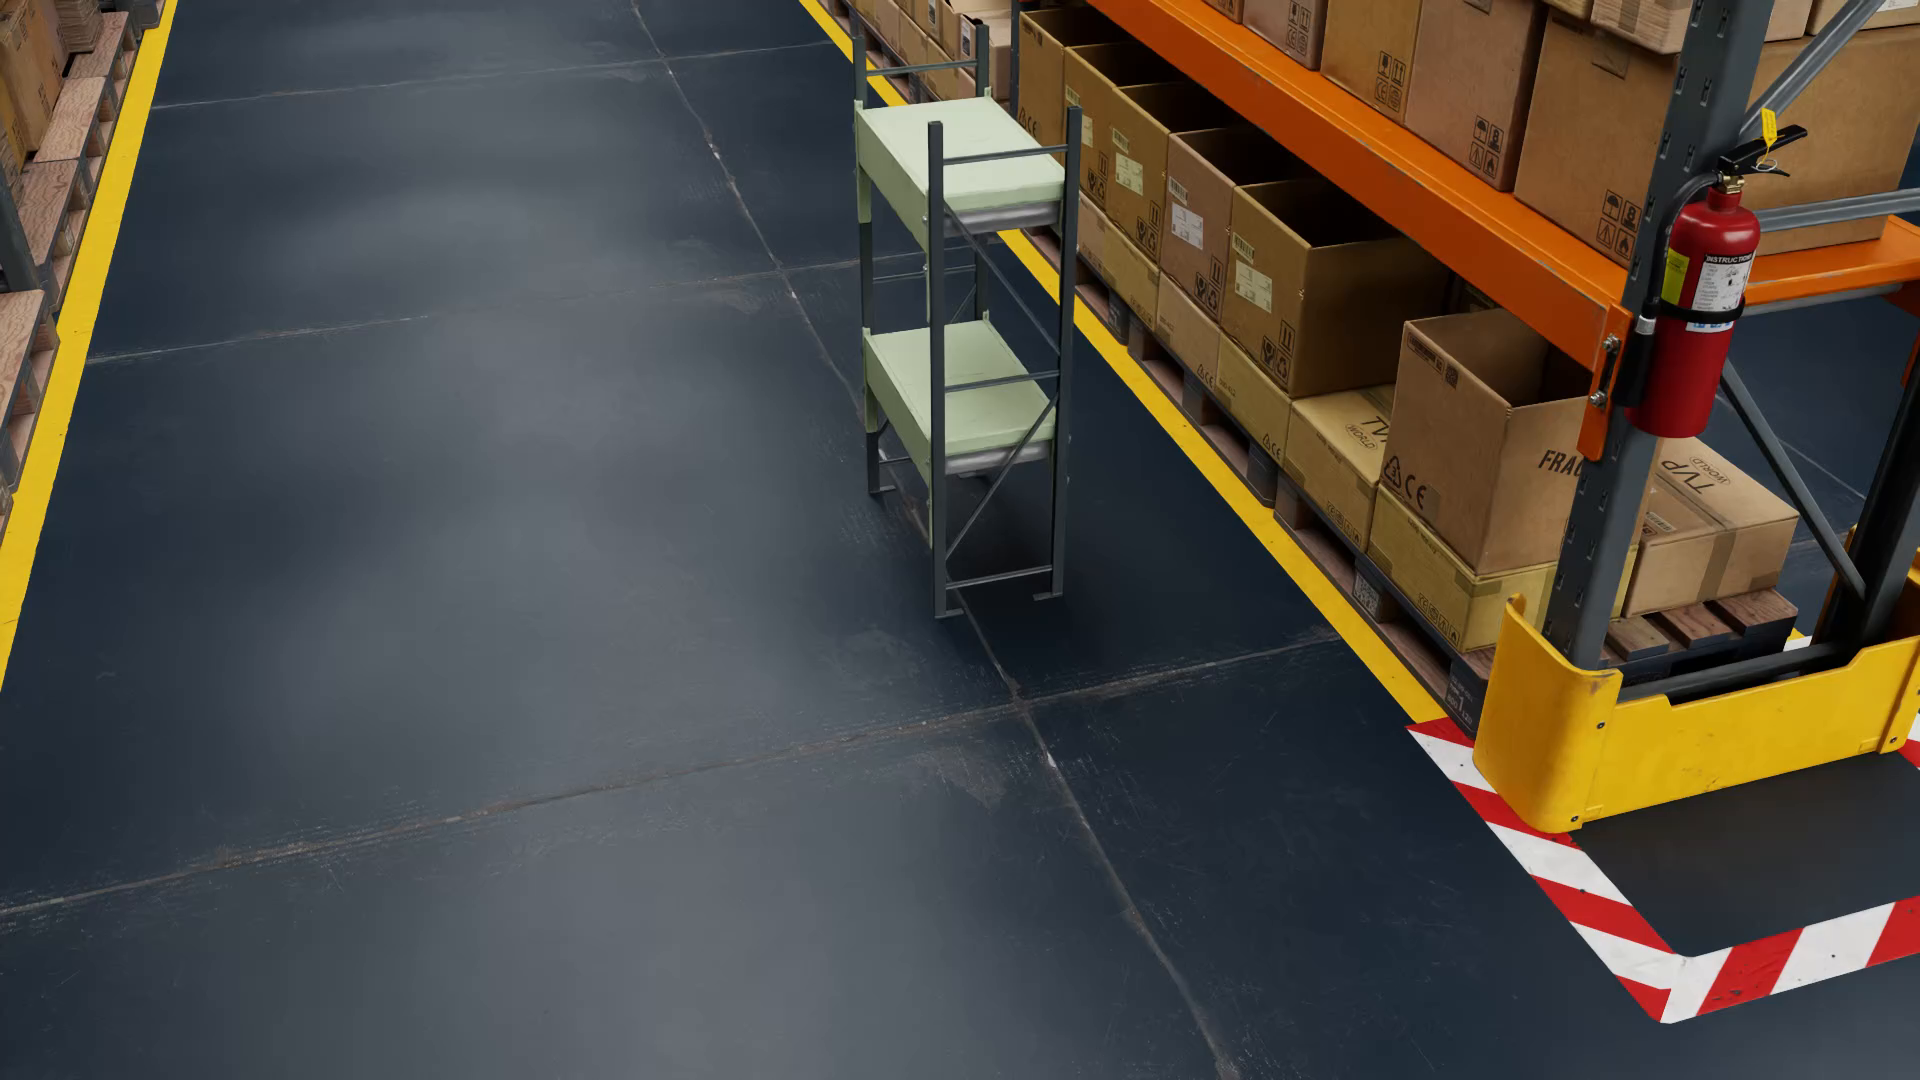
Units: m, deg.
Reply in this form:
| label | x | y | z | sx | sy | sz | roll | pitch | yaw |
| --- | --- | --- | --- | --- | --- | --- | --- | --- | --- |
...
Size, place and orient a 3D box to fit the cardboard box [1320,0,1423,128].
| label | x | y | z | sx | sy | sz | roll | pitch | yaw |
| --- | --- | --- | --- | --- | --- | --- | --- | --- | --- |
| cardboard box | 1.490 | -1.537 | 4.765 | 0.700 | 0.500 | 0.500 | -10 | 35 | -14 |

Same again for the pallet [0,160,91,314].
| label | x | y | z | sx | sy | sz | roll | pitch | yaw |
| --- | --- | --- | --- | --- | --- | --- | --- | --- | --- |
| pallet | -4.244 | -1.222 | 6.908 | 1.003 | 0.211 | 1.213 | -10 | 35 | -15 |

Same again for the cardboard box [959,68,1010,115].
| label | x | y | z | sx | sy | sz | roll | pitch | yaw |
| --- | --- | --- | --- | --- | --- | --- | --- | --- | --- |
| cardboard box | 0.308 | -2.009 | 7.682 | 0.500 | 0.250 | 0.500 | -10 | 35 | -15 |

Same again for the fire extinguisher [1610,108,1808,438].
| label | x | y | z | sx | sy | sz | roll | pitch | yaw |
| --- | --- | --- | --- | --- | --- | --- | --- | --- | --- |
| fire extinguisher | 1.525 | -0.539 | 3.416 | 0.296 | 0.674 | 0.183 | -10 | 35 | -15 |

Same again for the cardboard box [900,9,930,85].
| label | x | y | z | sx | sy | sz | roll | pitch | yaw |
| --- | --- | --- | --- | --- | --- | --- | --- | --- | --- |
| cardboard box | -0.001 | -2.543 | 8.491 | 0.500 | 0.250 | 0.500 | -9 | 35 | -14 |

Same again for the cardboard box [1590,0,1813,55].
| label | x | y | z | sx | sy | sz | roll | pitch | yaw |
| --- | --- | --- | --- | --- | --- | --- | --- | --- | --- |
| cardboard box | 1.633 | -1.193 | 3.655 | 0.380 | 0.149 | 0.250 | -11 | 35 | -16 |

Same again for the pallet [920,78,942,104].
| label | x | y | z | sx | sy | sz | roll | pitch | yaw |
| --- | --- | --- | --- | --- | --- | --- | --- | --- | --- |
| pallet | 0.449 | -2.029 | 8.129 | 1.003 | 0.211 | 1.213 | -10 | 35 | -15 |

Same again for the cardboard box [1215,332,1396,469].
| label | x | y | z | sx | sy | sz | roll | pitch | yaw |
| --- | --- | --- | --- | --- | --- | --- | --- | --- | --- |
| cardboard box | 1.168 | -0.494 | 5.391 | 0.500 | 0.250 | 0.500 | -10 | 35 | -15 |

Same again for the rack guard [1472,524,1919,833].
| label | x | y | z | sx | sy | sz | roll | pitch | yaw |
| --- | --- | --- | --- | --- | --- | --- | --- | --- | --- |
| rack guard | 1.938 | 0.344 | 4.276 | 1.175 | 0.500 | 0.348 | -10 | 35 | -15 |

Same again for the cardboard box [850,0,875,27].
| label | x | y | z | sx | sy | sz | roll | pitch | yaw |
| --- | --- | --- | --- | --- | --- | --- | --- | --- | --- |
| cardboard box | -0.311 | -3.080 | 9.303 | 0.500 | 0.250 | 0.500 | -11 | 35 | -16 |

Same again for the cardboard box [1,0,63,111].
| label | x | y | z | sx | sy | sz | roll | pitch | yaw |
| --- | --- | --- | --- | --- | --- | --- | --- | --- | --- |
| cardboard box | -4.731 | -2.302 | 7.882 | 0.700 | 0.500 | 0.500 | -10 | 35 | -15 |

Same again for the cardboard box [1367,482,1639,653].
| label | x | y | z | sx | sy | sz | roll | pitch | yaw |
| --- | --- | --- | --- | --- | --- | --- | --- | --- | --- |
| cardboard box | 1.486 | 0.028 | 4.600 | 0.500 | 0.250 | 0.500 | -10 | 35 | -15 |

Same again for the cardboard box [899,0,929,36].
| label | x | y | z | sx | sy | sz | roll | pitch | yaw |
| --- | --- | --- | --- | --- | --- | --- | --- | --- | --- |
| cardboard box | 0.000 | -2.773 | 8.330 | 0.500 | 0.311 | 0.500 | -10 | 35 | -15 |

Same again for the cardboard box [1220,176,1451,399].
| label | x | y | z | sx | sy | sz | roll | pitch | yaw |
| --- | --- | --- | --- | --- | --- | --- | --- | --- | --- |
| cardboard box | 1.165 | -0.807 | 5.183 | 0.500 | 0.500 | 0.500 | -10 | 35 | -15 |

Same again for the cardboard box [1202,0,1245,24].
| label | x | y | z | sx | sy | sz | roll | pitch | yaw |
| --- | --- | --- | --- | --- | --- | --- | --- | --- | --- |
| cardboard box | 1.169 | -2.082 | 5.589 | 0.700 | 0.500 | 0.500 | -10 | 35 | -14 |

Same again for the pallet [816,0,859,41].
| label | x | y | z | sx | sy | sz | roll | pitch | yaw |
| --- | --- | --- | --- | --- | --- | --- | --- | --- | --- |
| pallet | -0.295 | -3.310 | 10.067 | 1.003 | 0.211 | 1.213 | -10 | 35 | -15 |

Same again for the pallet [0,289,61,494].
| label | x | y | z | sx | sy | sz | roll | pitch | yaw |
| --- | --- | --- | --- | --- | --- | --- | --- | --- | --- |
| pallet | -3.767 | -0.467 | 5.765 | 1.003 | 0.211 | 1.213 | -10 | 35 | -15 |

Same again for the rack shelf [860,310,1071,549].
| label | x | y | z | sx | sy | sz | roll | pitch | yaw |
| --- | --- | --- | --- | --- | --- | --- | --- | --- | --- |
| rack shelf | 0.002 | -0.350 | 5.011 | 0.431 | 0.370 | 0.720 | -10 | 35 | -15 |

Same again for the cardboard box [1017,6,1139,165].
| label | x | y | z | sx | sy | sz | roll | pitch | yaw |
| --- | --- | --- | --- | --- | --- | --- | --- | --- | --- |
| cardboard box | 0.554 | -1.857 | 6.772 | 0.500 | 0.500 | 0.500 | -10 | 35 | -15 |

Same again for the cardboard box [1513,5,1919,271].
| label | x | y | z | sx | sy | sz | roll | pitch | yaw |
| --- | --- | --- | --- | --- | --- | --- | --- | --- | --- |
| cardboard box | 1.801 | -1.001 | 3.953 | 0.700 | 0.500 | 0.500 | -10 | 35 | -15 |

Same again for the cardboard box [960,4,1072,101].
| label | x | y | z | sx | sy | sz | roll | pitch | yaw |
| --- | --- | --- | --- | --- | --- | --- | --- | --- | --- |
| cardboard box | 0.314 | -2.238 | 7.521 | 0.500 | 0.311 | 0.500 | -10 | 35 | -15 |

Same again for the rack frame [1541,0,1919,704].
| label | x | y | z | sx | sy | sz | roll | pitch | yaw |
| --- | --- | --- | --- | --- | --- | --- | --- | --- | --- |
| rack frame | 1.931 | -0.712 | 3.606 | 1.000 | 3.000 | 0.127 | -10 | 35 | -15 |

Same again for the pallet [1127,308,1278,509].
| label | x | y | z | sx | sy | sz | roll | pitch | yaw |
| --- | --- | --- | --- | --- | --- | --- | --- | --- | --- |
| pallet | 1.289 | -0.582 | 5.940 | 1.003 | 0.211 | 1.213 | -10 | 35 | -15 |

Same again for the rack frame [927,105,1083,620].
| label | x | y | z | sx | sy | sz | roll | pitch | yaw |
| --- | --- | --- | --- | --- | --- | --- | --- | --- | --- |
| rack frame | 0.114 | -0.430 | 4.540 | 0.400 | 1.500 | 0.023 | -10 | 35 | -15 |

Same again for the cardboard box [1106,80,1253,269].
| label | x | y | z | sx | sy | sz | roll | pitch | yaw |
| --- | --- | --- | --- | --- | --- | --- | --- | --- | --- |
| cardboard box | 0.859 | -1.332 | 5.977 | 0.500 | 0.500 | 0.500 | -10 | 35 | -15 |

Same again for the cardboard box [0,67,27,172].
| label | x | y | z | sx | sy | sz | roll | pitch | yaw |
| --- | --- | --- | --- | --- | --- | --- | --- | --- | --- |
| cardboard box | -4.451 | -1.764 | 7.067 | 0.700 | 0.500 | 0.500 | -11 | 35 | -16 |

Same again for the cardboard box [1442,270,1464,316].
| label | x | y | z | sx | sy | sz | roll | pitch | yaw |
| --- | --- | --- | --- | --- | --- | --- | --- | --- | --- |
| cardboard box | 1.660 | -0.894 | 5.315 | 0.500 | 0.500 | 0.500 | -10 | 35 | -15 |

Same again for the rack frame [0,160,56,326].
| label | x | y | z | sx | sy | sz | roll | pitch | yaw |
| --- | --- | --- | --- | --- | --- | --- | --- | --- | --- |
| rack frame | -4.006 | -1.977 | 5.521 | 1.000 | 3.000 | 0.127 | -10 | 35 | -15 |

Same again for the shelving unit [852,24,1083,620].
| label | x | y | z | sx | sy | sz | roll | pitch | yaw |
| --- | --- | --- | --- | --- | --- | --- | --- | --- | --- |
| shelving unit | 0.002 | -0.622 | 4.831 | 0.431 | 1.500 | 0.755 | -10 | 35 | -15 |

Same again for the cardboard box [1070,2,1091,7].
| label | x | y | z | sx | sy | sz | roll | pitch | yaw |
| --- | --- | --- | --- | --- | --- | --- | --- | --- | --- |
| cardboard box | 0.822 | -2.333 | 7.664 | 0.500 | 0.311 | 0.500 | -10 | 35 | -15 |

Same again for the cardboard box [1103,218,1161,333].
| label | x | y | z | sx | sy | sz | roll | pitch | yaw |
| --- | --- | --- | --- | --- | --- | --- | --- | --- | --- |
| cardboard box | 0.859 | -1.019 | 6.184 | 0.500 | 0.250 | 0.500 | -10 | 35 | -15 |

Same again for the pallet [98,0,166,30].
| label | x | y | z | sx | sy | sz | roll | pitch | yaw |
| --- | --- | --- | --- | --- | --- | --- | --- | --- | --- |
| pallet | -5.394 | -3.340 | 10.113 | 1.003 | 0.211 | 1.213 | -10 | 35 | -15 |

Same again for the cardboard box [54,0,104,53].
| label | x | y | z | sx | sy | sz | roll | pitch | yaw |
| --- | --- | --- | --- | --- | --- | --- | --- | --- | --- |
| cardboard box | -4.956 | -2.848 | 8.708 | 0.700 | 0.500 | 0.500 | -10 | 35 | -14 |
